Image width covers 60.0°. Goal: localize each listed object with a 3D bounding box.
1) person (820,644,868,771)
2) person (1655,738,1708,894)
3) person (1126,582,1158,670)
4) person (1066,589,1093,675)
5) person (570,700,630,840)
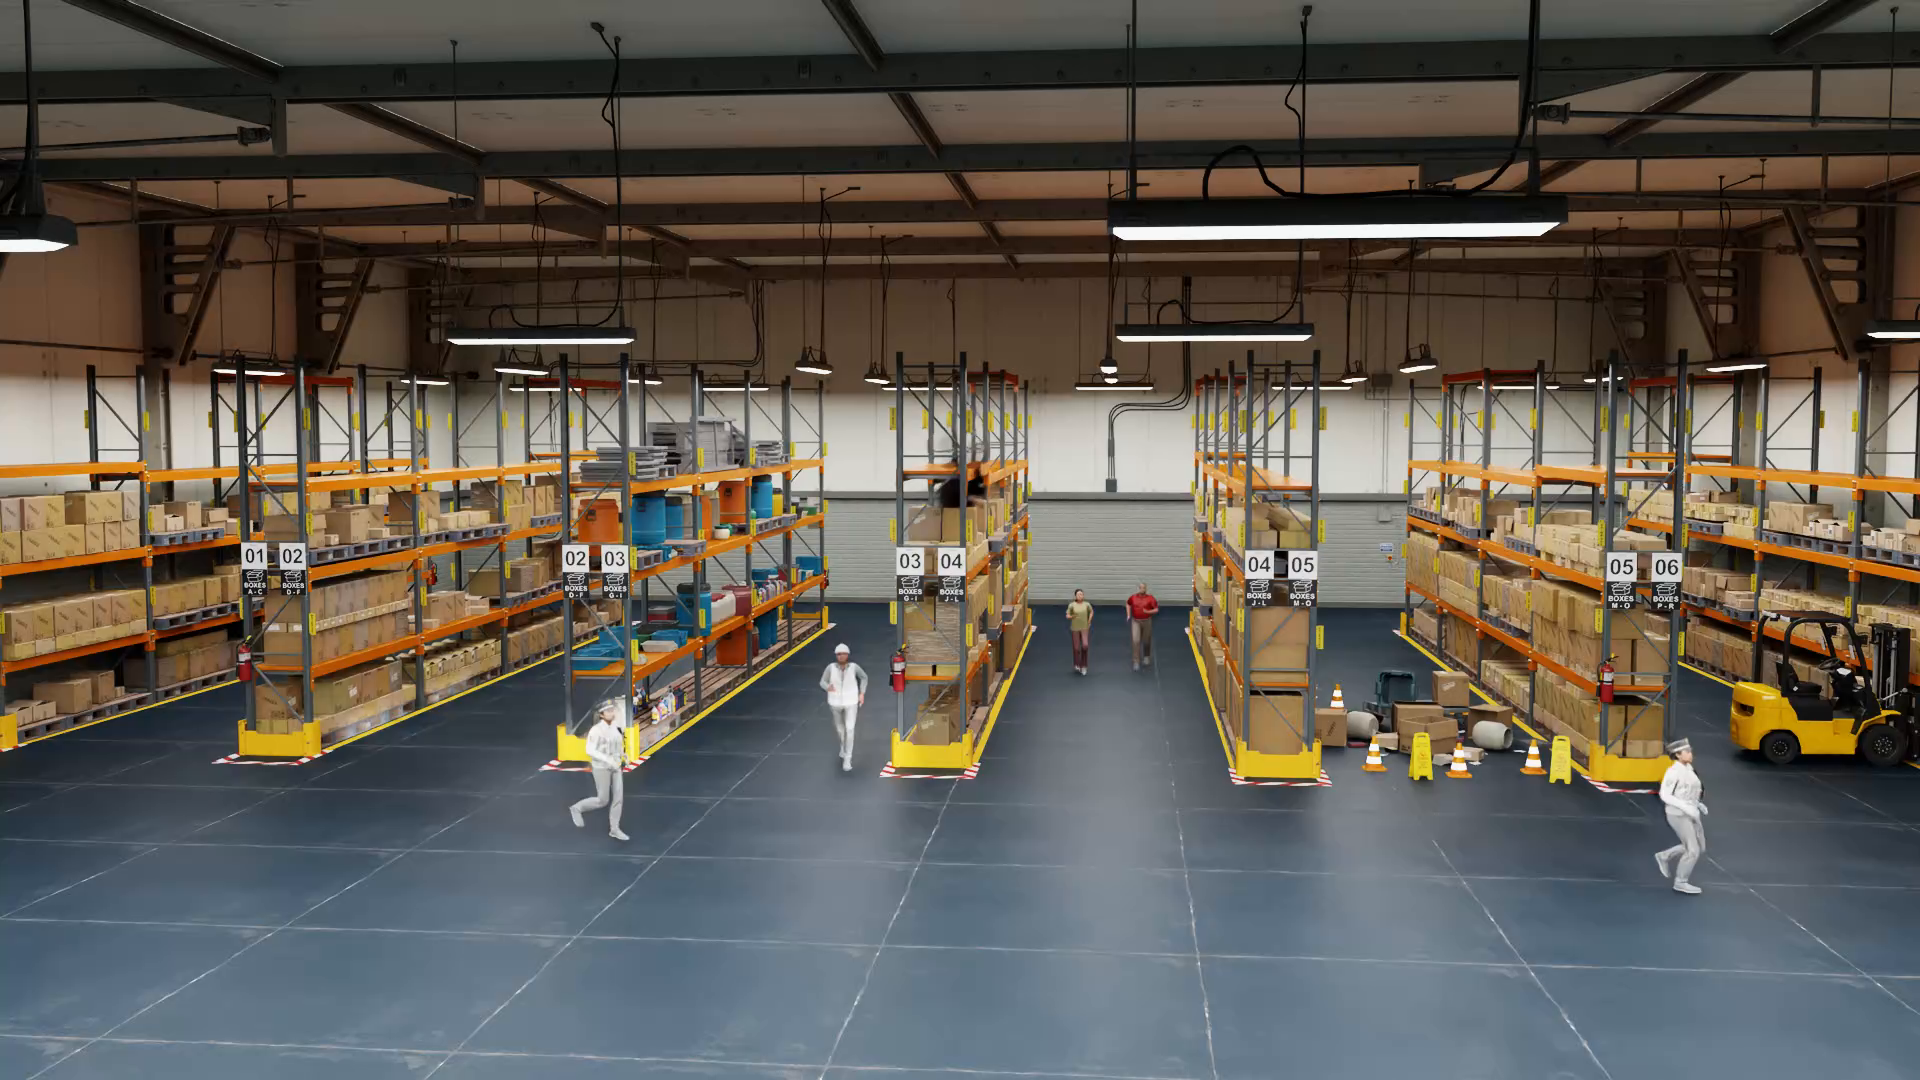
[{"bbox_3d":[-1.702,2.402,24.270,0.684,1.802,0.924,0,4,4],"label":"person"},{"bbox_3d":[7.691,2.919,17.703,0.611,1.646,0.520,-4,5,-42],"label":"person"},{"bbox_3d":[3.684,1.722,33.691,0.666,1.725,0.946,1,4,9],"label":"person"},{"bbox_3d":[2.381,1.826,33.053,0.558,1.702,0.669,0,4,1],"label":"person"},{"bbox_3d":[-4.304,2.753,20.084,0.781,1.695,0.624,2,5,29],"label":"person"}]
